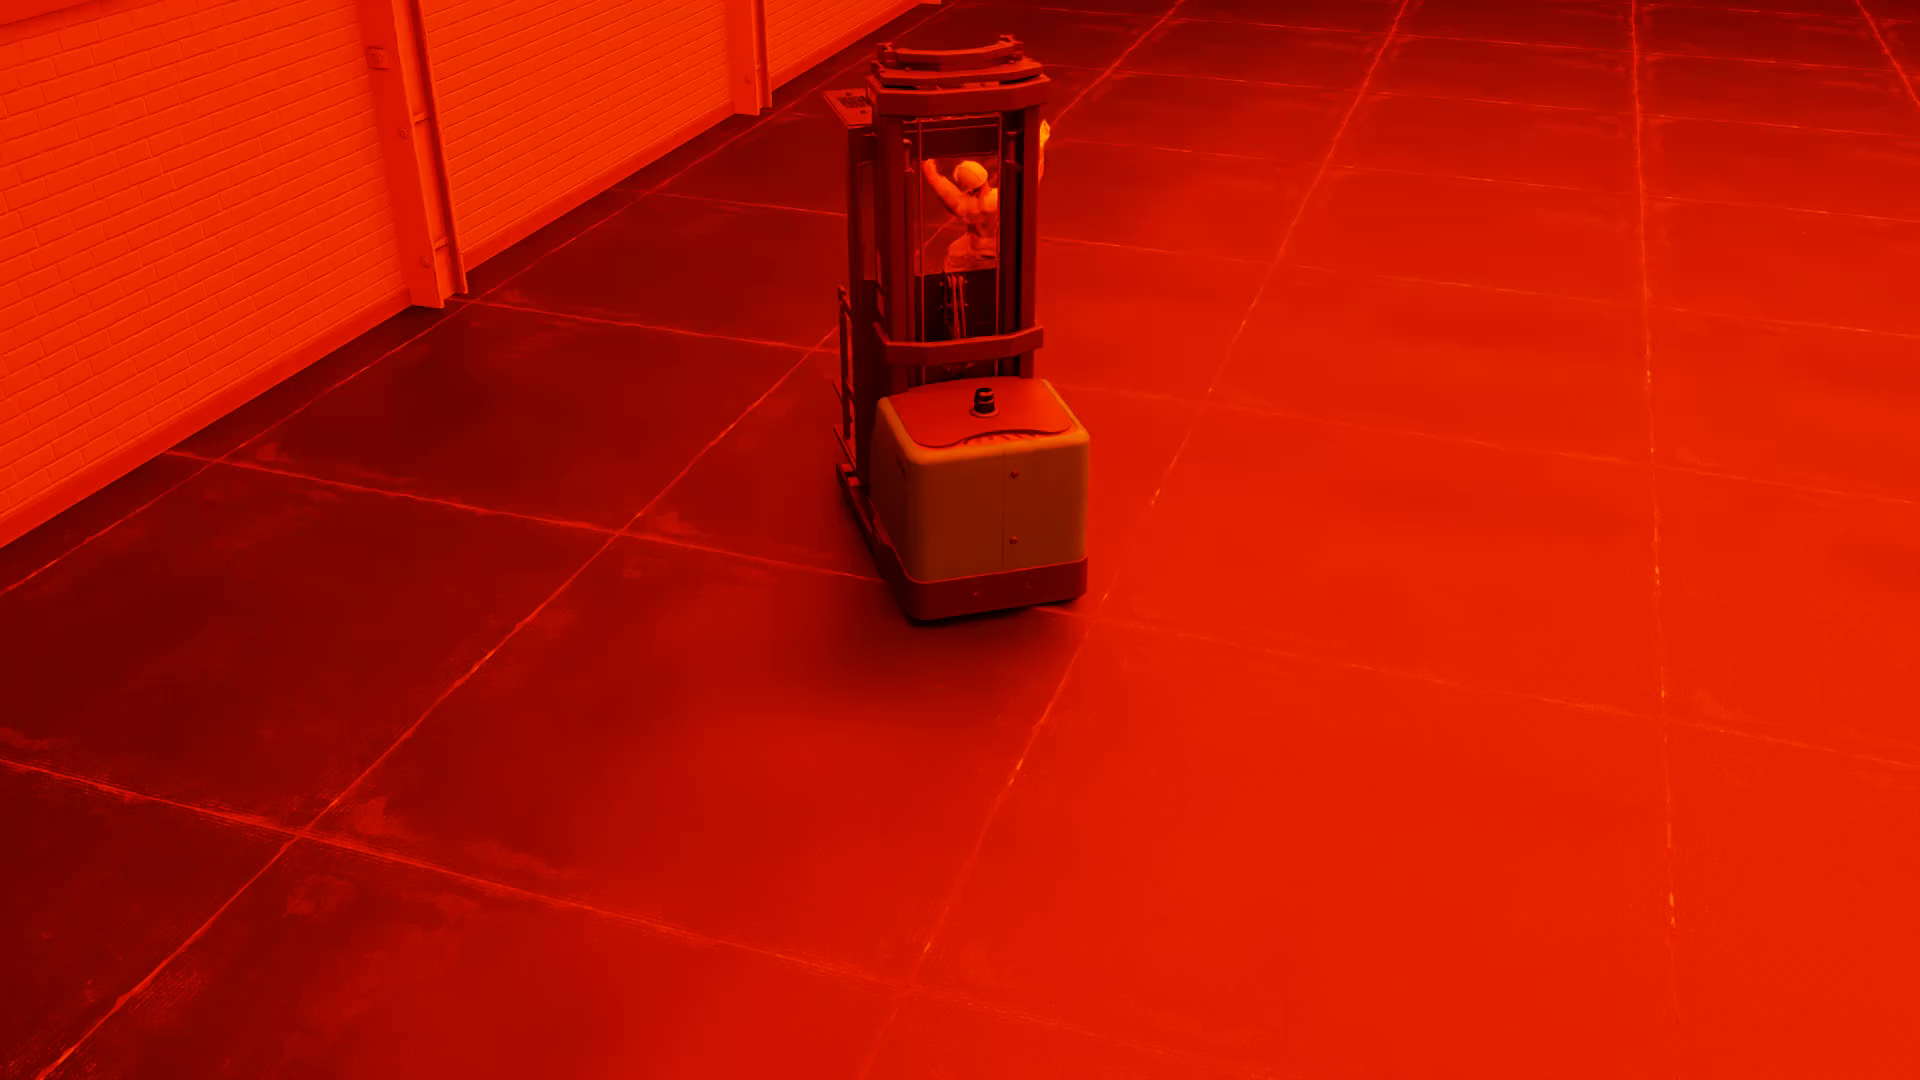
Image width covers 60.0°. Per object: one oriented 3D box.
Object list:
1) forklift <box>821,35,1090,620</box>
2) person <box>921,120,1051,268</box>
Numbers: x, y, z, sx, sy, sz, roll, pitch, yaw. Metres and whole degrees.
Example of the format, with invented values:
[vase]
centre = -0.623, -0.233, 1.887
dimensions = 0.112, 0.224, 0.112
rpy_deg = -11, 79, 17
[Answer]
[forklift]
centre = -0.165, -1.548, 9.852
dimensions = 1.130, 2.935, 3.031
rpy_deg = -8, 31, -13
[person]
centre = 0.133, -2.291, 12.462
dimensions = 0.988, 1.643, 0.769
rpy_deg = 5, 30, 9
